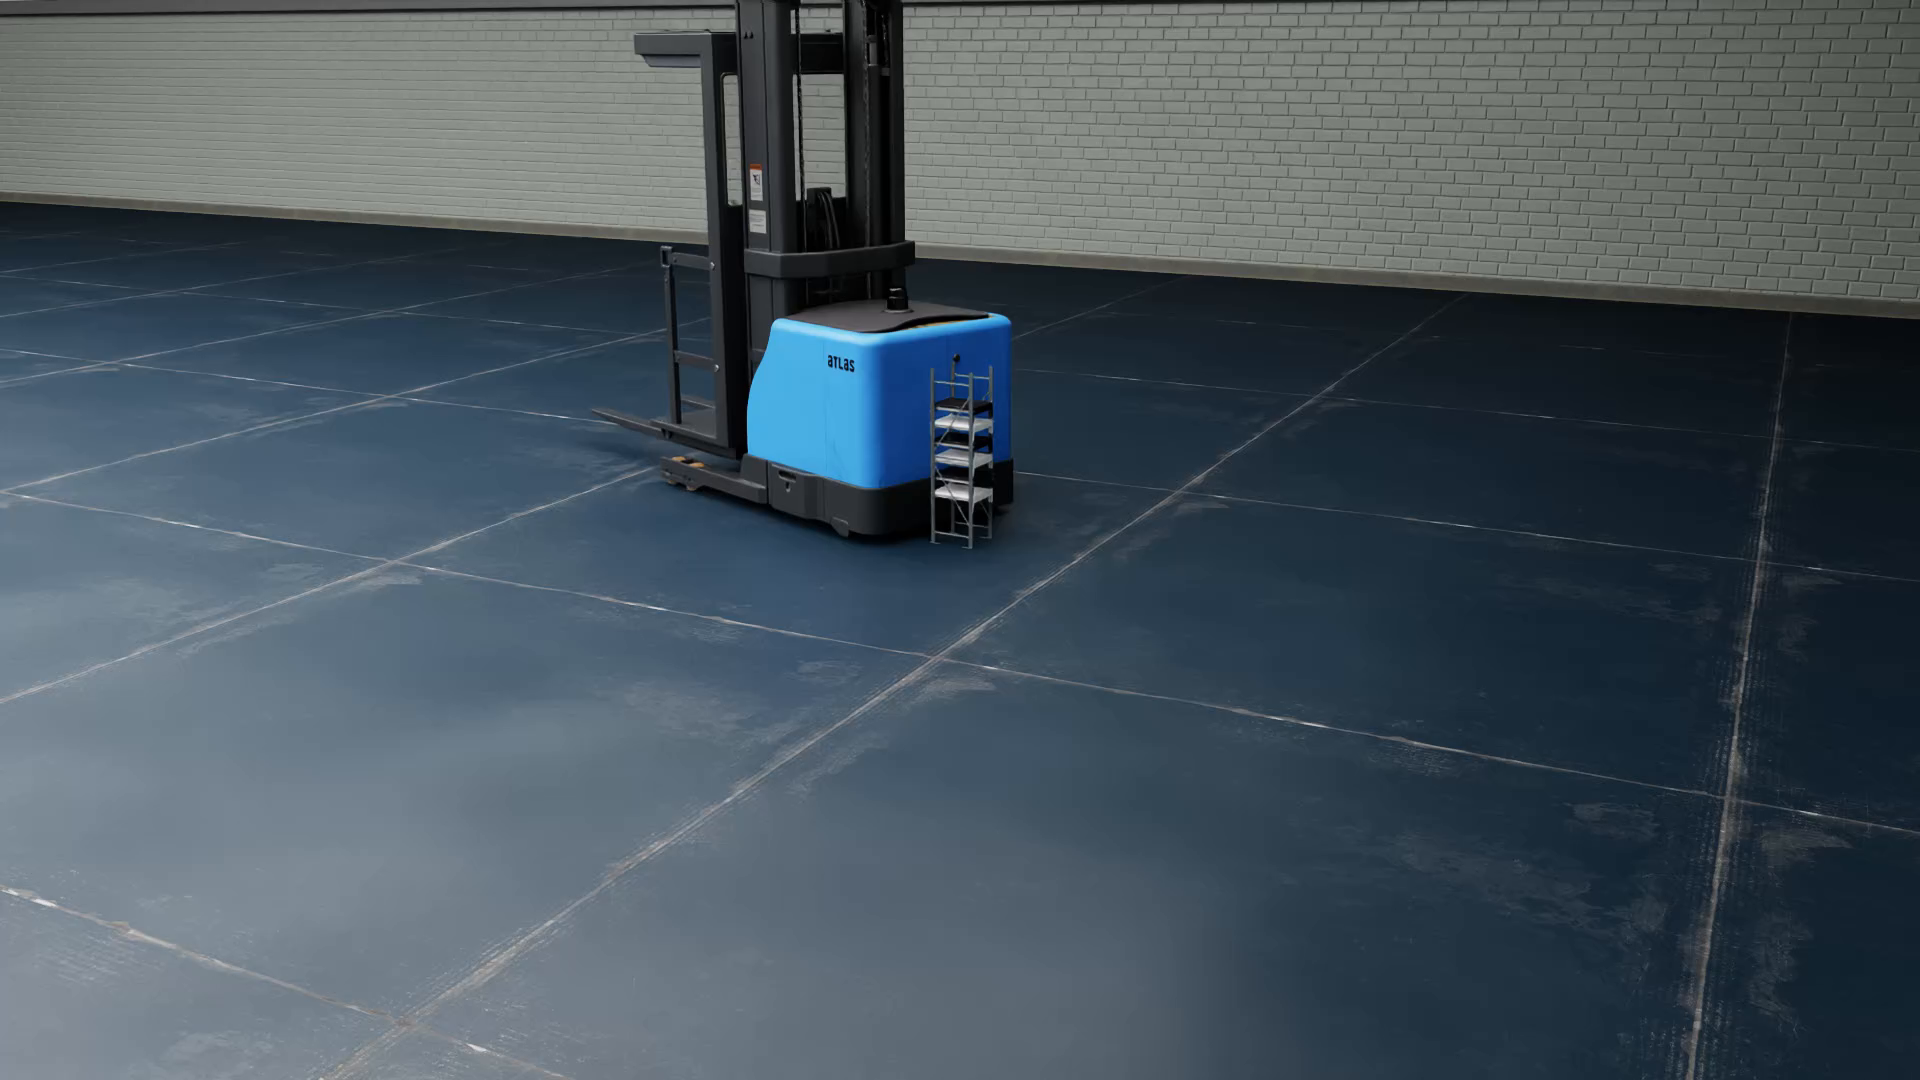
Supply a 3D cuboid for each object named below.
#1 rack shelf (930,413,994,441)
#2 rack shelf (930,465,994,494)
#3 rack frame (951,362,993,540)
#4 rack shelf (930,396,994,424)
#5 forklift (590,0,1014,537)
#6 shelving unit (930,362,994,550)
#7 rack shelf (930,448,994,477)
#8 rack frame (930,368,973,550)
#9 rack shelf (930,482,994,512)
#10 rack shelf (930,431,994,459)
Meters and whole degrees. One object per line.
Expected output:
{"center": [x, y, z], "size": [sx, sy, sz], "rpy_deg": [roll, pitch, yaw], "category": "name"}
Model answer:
{"center": [0.010, -0.565, 8.332], "size": [0.258, 0.077, 0.200], "rpy_deg": [9, 19, 28], "category": "rack shelf"}
{"center": [0.010, -0.306, 8.409], "size": [0.258, 0.077, 0.200], "rpy_deg": [9, 19, 28], "category": "rack shelf"}
{"center": [0.060, -0.450, 8.458], "size": [0.240, 0.900, 0.006], "rpy_deg": [9, 19, 28], "category": "rack frame"}
{"center": [0.010, -0.651, 8.306], "size": [0.258, 0.077, 0.200], "rpy_deg": [9, 19, 28], "category": "rack shelf"}
{"center": [-1.077, -1.766, 9.323], "size": [1.130, 2.935, 3.031], "rpy_deg": [-15, 22, -40], "category": "forklift"}
{"center": [0.010, -0.425, 8.373], "size": [0.258, 0.900, 0.210], "rpy_deg": [9, 19, 28], "category": "shelving unit"}
{"center": [0.010, -0.393, 8.383], "size": [0.258, 0.077, 0.200], "rpy_deg": [9, 19, 28], "category": "rack shelf"}
{"center": [-0.041, -0.399, 8.289], "size": [0.240, 0.900, 0.006], "rpy_deg": [9, 19, 28], "category": "rack frame"}
{"center": [0.010, -0.220, 8.434], "size": [0.258, 0.077, 0.200], "rpy_deg": [9, 19, 28], "category": "rack shelf"}
{"center": [0.010, -0.479, 8.357], "size": [0.258, 0.077, 0.200], "rpy_deg": [9, 19, 28], "category": "rack shelf"}
